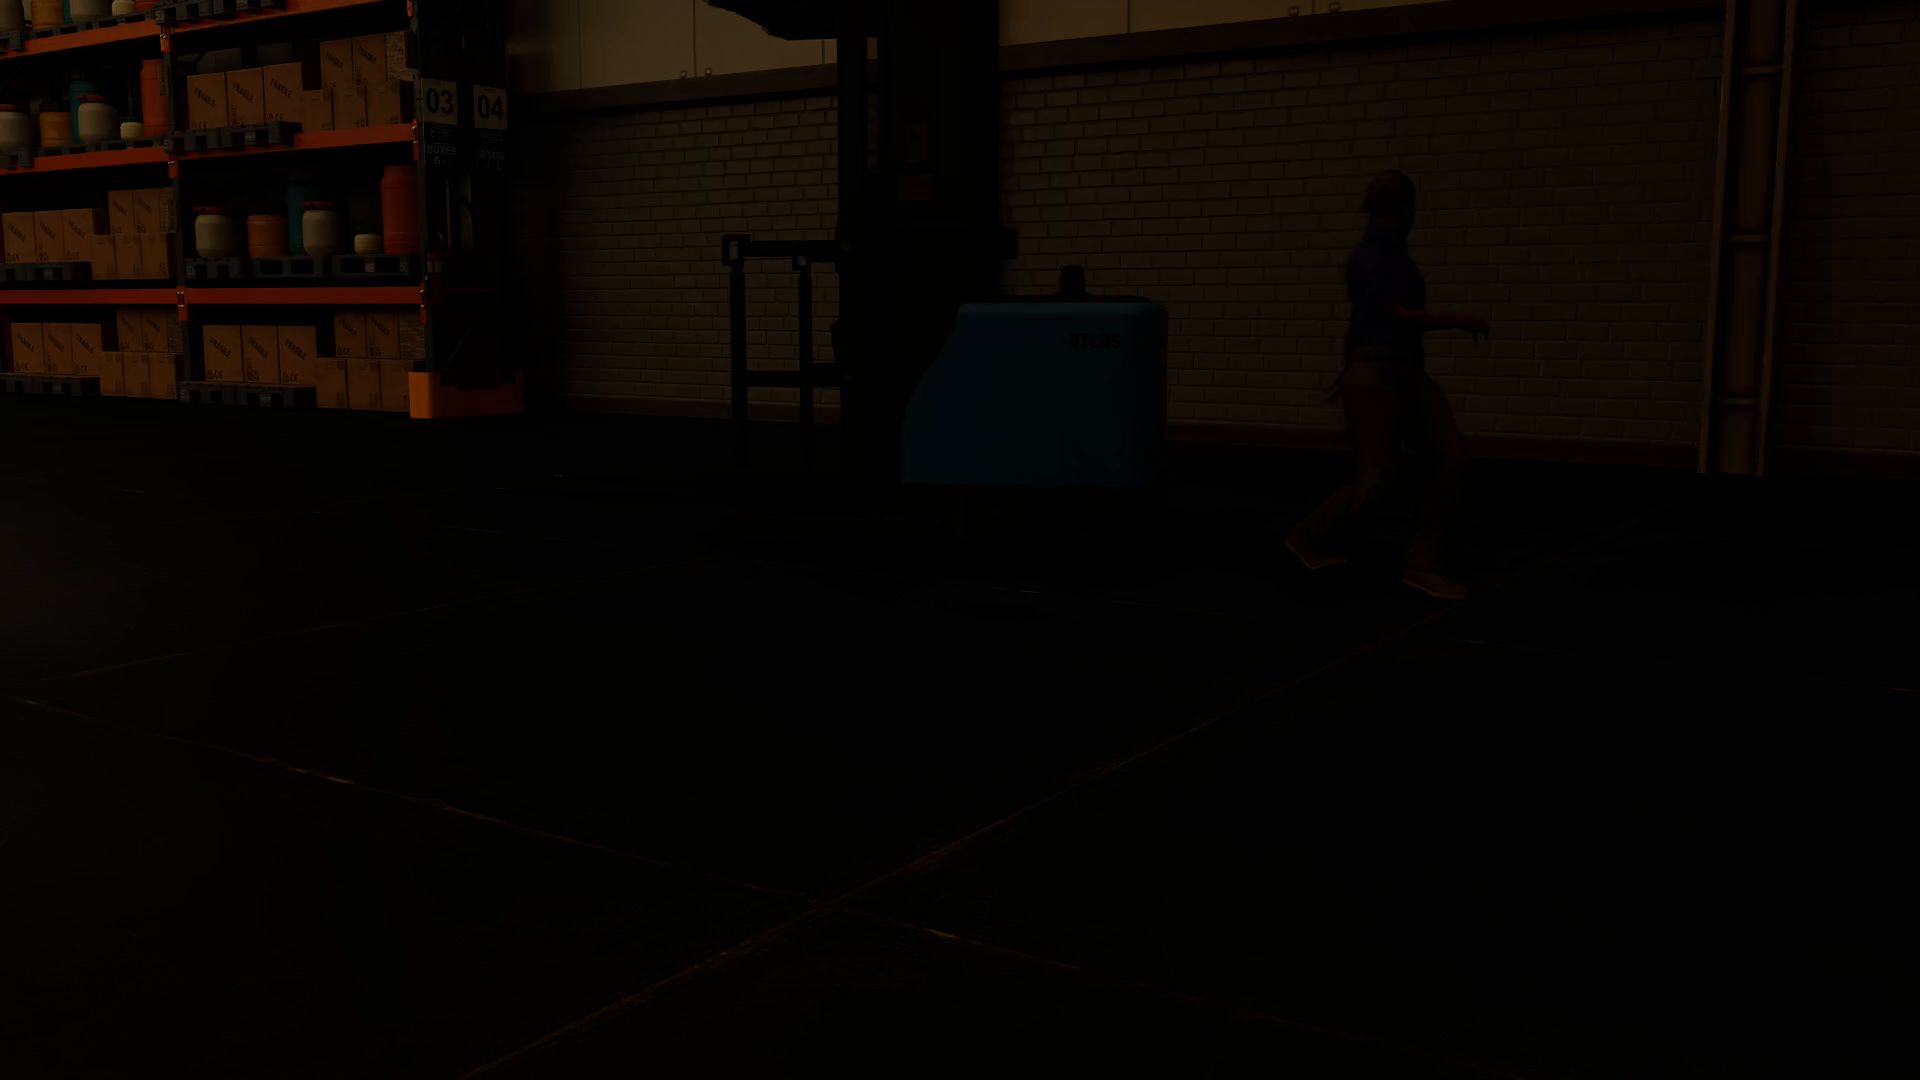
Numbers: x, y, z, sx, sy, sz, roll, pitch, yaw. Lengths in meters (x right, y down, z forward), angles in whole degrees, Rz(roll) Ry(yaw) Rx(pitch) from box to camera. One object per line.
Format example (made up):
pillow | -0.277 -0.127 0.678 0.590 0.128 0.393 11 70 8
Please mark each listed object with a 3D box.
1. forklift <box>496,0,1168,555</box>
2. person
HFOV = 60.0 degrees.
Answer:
forklift | -0.596 -1.469 7.520 3.031 2.935 1.130 2 8 12
person | 1.610 -0.596 6.278 0.783 1.577 0.503 8 11 43
